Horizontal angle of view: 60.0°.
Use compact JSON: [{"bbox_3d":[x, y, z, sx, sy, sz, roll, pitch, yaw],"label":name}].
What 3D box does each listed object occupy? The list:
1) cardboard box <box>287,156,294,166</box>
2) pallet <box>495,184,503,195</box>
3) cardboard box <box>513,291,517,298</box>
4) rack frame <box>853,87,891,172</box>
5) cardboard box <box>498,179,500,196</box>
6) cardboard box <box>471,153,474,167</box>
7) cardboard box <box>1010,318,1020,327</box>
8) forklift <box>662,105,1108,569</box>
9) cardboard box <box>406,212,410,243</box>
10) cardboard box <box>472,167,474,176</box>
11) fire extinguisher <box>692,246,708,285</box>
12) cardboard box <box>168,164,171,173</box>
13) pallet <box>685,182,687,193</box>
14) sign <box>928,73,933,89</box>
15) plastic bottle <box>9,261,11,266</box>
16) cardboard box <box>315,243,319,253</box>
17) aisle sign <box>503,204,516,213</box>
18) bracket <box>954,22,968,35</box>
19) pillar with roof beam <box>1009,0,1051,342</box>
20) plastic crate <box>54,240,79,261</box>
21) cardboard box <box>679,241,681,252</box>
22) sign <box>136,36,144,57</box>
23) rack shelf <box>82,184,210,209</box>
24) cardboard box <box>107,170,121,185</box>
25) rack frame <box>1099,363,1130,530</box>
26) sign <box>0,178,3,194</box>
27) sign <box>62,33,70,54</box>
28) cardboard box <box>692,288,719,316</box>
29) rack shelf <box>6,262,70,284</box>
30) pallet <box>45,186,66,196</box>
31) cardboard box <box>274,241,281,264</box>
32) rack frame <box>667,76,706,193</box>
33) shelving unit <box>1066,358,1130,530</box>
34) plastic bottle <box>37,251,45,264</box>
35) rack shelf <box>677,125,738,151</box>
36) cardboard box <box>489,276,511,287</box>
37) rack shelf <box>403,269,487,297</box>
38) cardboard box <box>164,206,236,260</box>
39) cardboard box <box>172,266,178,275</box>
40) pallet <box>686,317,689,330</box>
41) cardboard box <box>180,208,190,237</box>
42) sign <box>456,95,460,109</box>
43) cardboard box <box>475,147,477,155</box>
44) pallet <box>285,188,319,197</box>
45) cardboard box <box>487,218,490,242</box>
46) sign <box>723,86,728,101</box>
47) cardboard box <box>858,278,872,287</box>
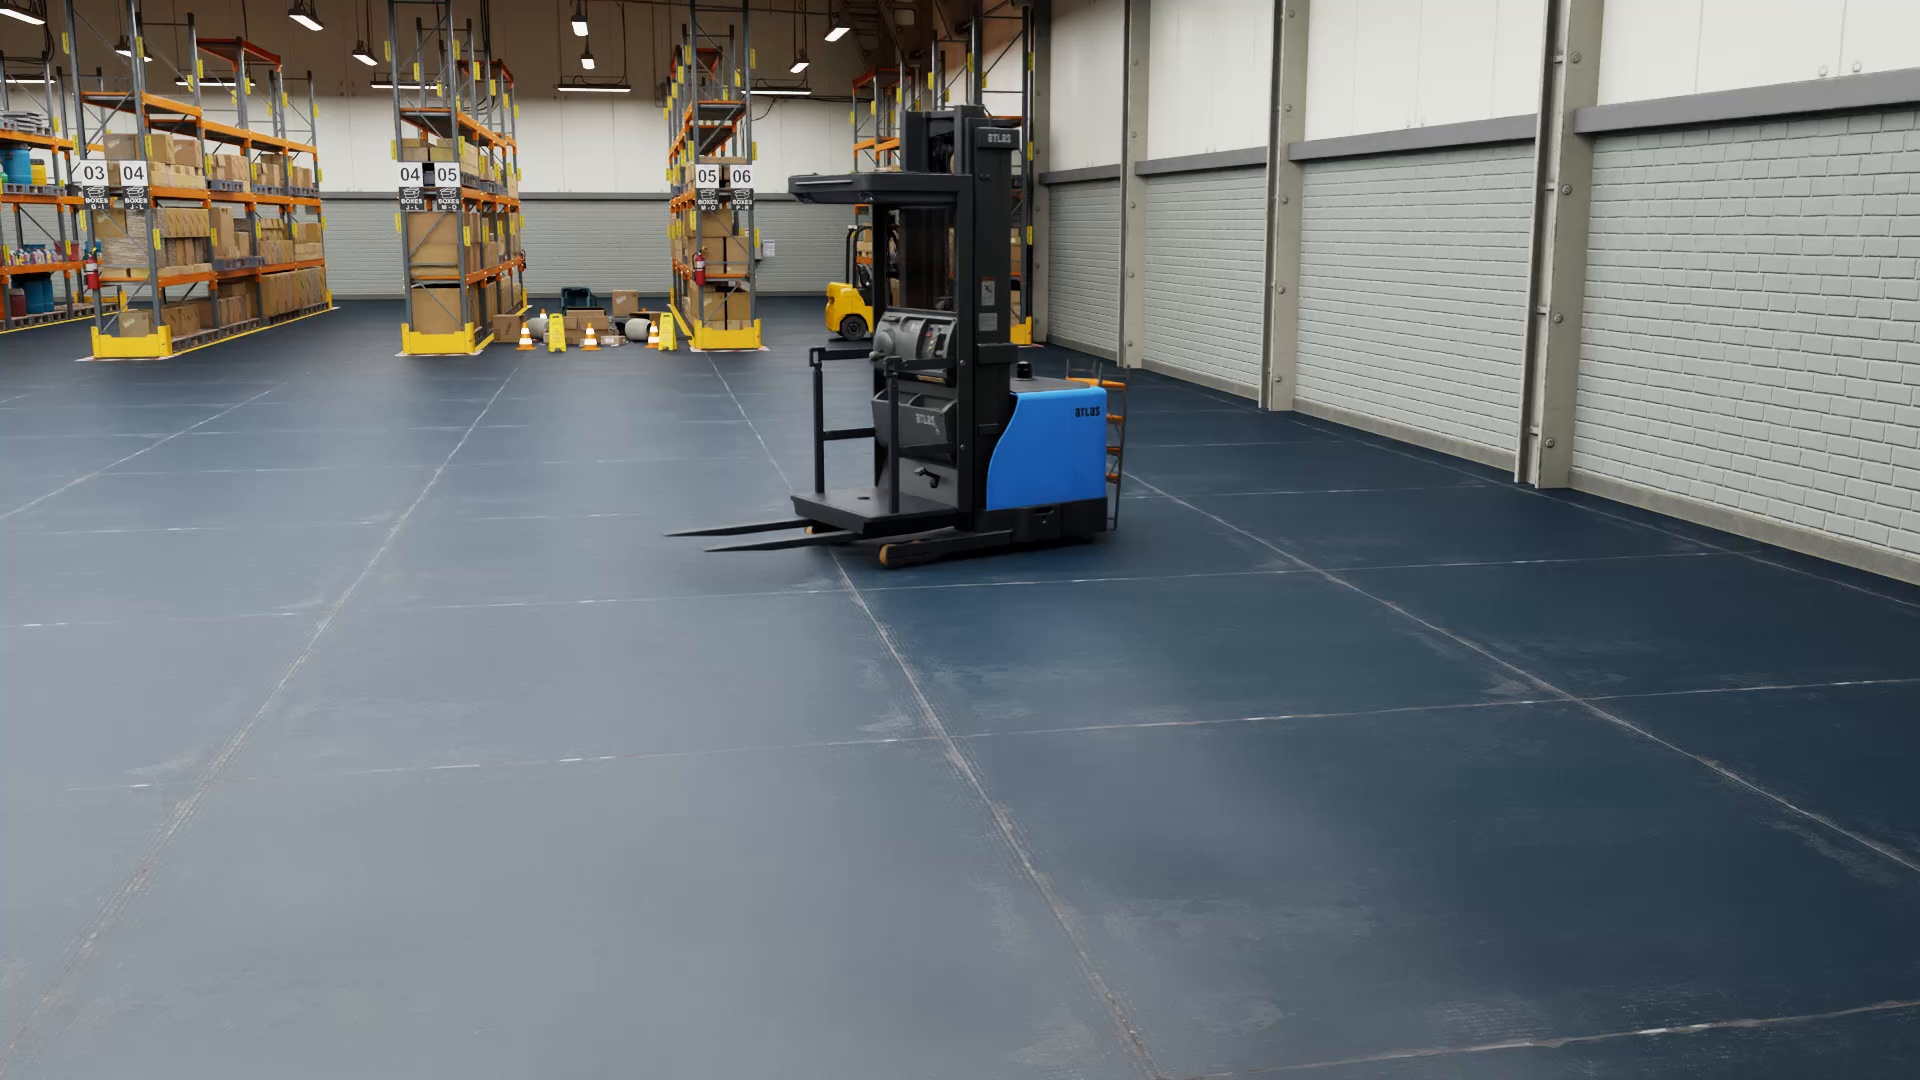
[{"bbox_3d":[-16.596,-9.259,40.633,0.500,0.250,0.500,-2,11,-13],"label":"cardboard box"},{"bbox_3d":[-10.361,-7.442,35.258,1.213,0.211,1.003,-2,11,-8],"label":"pallet"},{"bbox_3d":[-11.360,-6.177,41.836,0.380,0.149,0.250,-2,11,-11],"label":"cardboard box"},{"bbox_3d":[-2.390,-10.972,45.275,1.000,3.000,0.127,-2,11,-11],"label":"rack frame"},{"bbox_3d":[-10.492,-7.906,36.923,0.500,0.500,0.500,-2,11,-11],"label":"cardboard box"},{"bbox_3d":[-9.219,-6.980,30.539,0.500,0.250,0.500,-2,11,-12],"label":"cardboard box"},{"bbox_3d":[0.818,-4.043,31.146,0.500,0.250,0.500,-2,11,-11],"label":"cardboard box"},{"bbox_3d":[-0.476,-1.363,11.020,3.031,2.935,1.130,-7,13,-33],"label":"forklift"},{"bbox_3d":[-9.214,-5.482,29.185,0.875,0.550,0.550,-2,11,-11],"label":"cardboard box"},{"bbox_3d":[-9.178,-6.808,30.703,0.380,0.149,0.250,-2,11,-10],"label":"cardboard box"},{"bbox_3d":[-4.576,-4.833,29.275,0.296,0.674,0.183,-2,11,-11],"label":"fire extinguisher"},{"bbox_3d":[-13.913,-6.443,28.838,0.380,0.149,0.250,-3,11,-14],"label":"cardboard box"},{"bbox_3d":[-4.940,-7.141,33.673,1.213,0.211,1.003,-2,11,-11],"label":"pallet"},{"bbox_3d":[-0.586,-9.247,33.501,0.100,0.325,0.005,-2,11,-11],"label":"sign"},{"bbox_3d":[-20.063,-5.869,35.043,0.097,0.201,0.097,0,11,0],"label":"plastic bottle"},{"bbox_3d":[-16.526,-7.383,42.071,0.500,0.250,0.500,-2,11,-12],"label":"cardboard box"},{"bbox_3d":[-11.814,-8.946,43.725,0.394,0.787,0.004,-2,11,-11],"label":"aisle sign"},{"bbox_3d":[0.036,-10.977,35.677,0.235,0.232,0.430,-2,11,-11],"label":"bracket"},{"bbox_3d":[-2.752,-8.041,29.877,9.100,9.000,0.548,-2,11,-11],"label":"pillar with roof beam"},{"bbox_3d":[-20.987,-6.803,39.086,0.402,0.464,0.583,-2,11,-11],"label":"plastic crate"},{"bbox_3d":[-6.149,-6.722,38.053,0.500,0.250,0.500,-2,11,-12],"label":"cardboard box"},{"bbox_3d":[-13.335,-8.013,27.020,0.100,0.325,0.005,-2,11,-11],"label":"sign"},{"bbox_3d":[-14.256,-6.036,29.286,1.077,0.370,4.000,-2,11,-11],"label":"rack shelf"},{"bbox_3d":[-14.210,-6.028,27.722,0.500,0.250,0.500,-2,11,-10],"label":"cardboard box"},{"bbox_3d":[1.066,-0.662,11.920,0.240,1.200,0.015,0,10,-25],"label":"rack frame"},{"bbox_3d":[-19.743,-7.279,34.176,0.100,0.325,0.005,-2,11,-11],"label":"sign"},{"bbox_3d":[-14.415,-8.016,26.823,0.100,0.325,0.005,-2,11,-11],"label":"sign"},{"bbox_3d":[-4.860,-4.556,31.834,0.500,0.500,0.500,-2,11,-8],"label":"cardboard box"},{"bbox_3d":[-20.670,-5.849,36.329,1.077,0.370,4.000,-2,11,-11],"label":"rack shelf"},{"bbox_3d":[-20.811,-7.810,37.190,1.213,0.211,1.003,-2,11,-11],"label":"pallet"},{"bbox_3d":[-15.552,-6.444,37.264,0.500,0.500,0.500,-2,11,-11],"label":"cardboard box"},{"bbox_3d":[-7.258,-10.791,44.323,1.000,3.000,0.127,-2,11,-11],"label":"rack frame"},{"bbox_3d":[0.964,-0.704,12.138,0.258,1.200,0.503,0,10,-25],"label":"shelving unit"},{"bbox_3d":[-20.497,-6.288,37.045,0.152,0.276,0.135,-2,11,-11],"label":"plastic bottle"},{"bbox_3d":[-5.313,-8.407,34.791,1.077,0.370,4.000,-2,11,-11],"label":"rack shelf"},{"bbox_3d":[-10.923,-6.131,39.441,0.500,0.250,0.500,-2,11,-13],"label":"cardboard box"},{"bbox_3d":[-9.371,-4.724,30.417,1.077,0.370,4.000,-2,11,-11],"label":"rack shelf"},{"bbox_3d":[-14.662,-5.934,32.124,1.000,1.000,1.000,-2,11,-11],"label":"cardboard box"},{"bbox_3d":[-13.938,-4.715,29.119,0.380,0.149,0.250,-2,11,-11],"label":"cardboard box"},{"bbox_3d":[-5.318,-4.640,35.509,1.003,0.211,1.213,-2,11,-11],"label":"pallet"},{"bbox_3d":[-13.999,-5.621,29.469,0.500,0.500,0.500,-2,11,-11],"label":"cardboard box"},{"bbox_3d":[-11.852,-10.340,39.244,0.100,0.325,0.005,-2,11,-11],"label":"sign"},{"bbox_3d":[-9.327,-7.340,31.362,0.380,0.149,0.250,-2,11,-11],"label":"cardboard box"},{"bbox_3d":[-16.824,-8.777,42.005,1.003,0.211,1.213,-2,11,-11],"label":"pallet"},{"bbox_3d":[-10.461,-6.635,35.594,0.700,0.500,0.500,-2,11,-11],"label":"cardboard box"},{"bbox_3d":[-5.172,-9.843,36.632,0.100,0.325,0.005,-2,11,-11],"label":"sign"},{"bbox_3d":[-2.364,-6.889,45.422,0.797,0.503,0.637,-3,11,-13],"label":"cardboard box"}]
